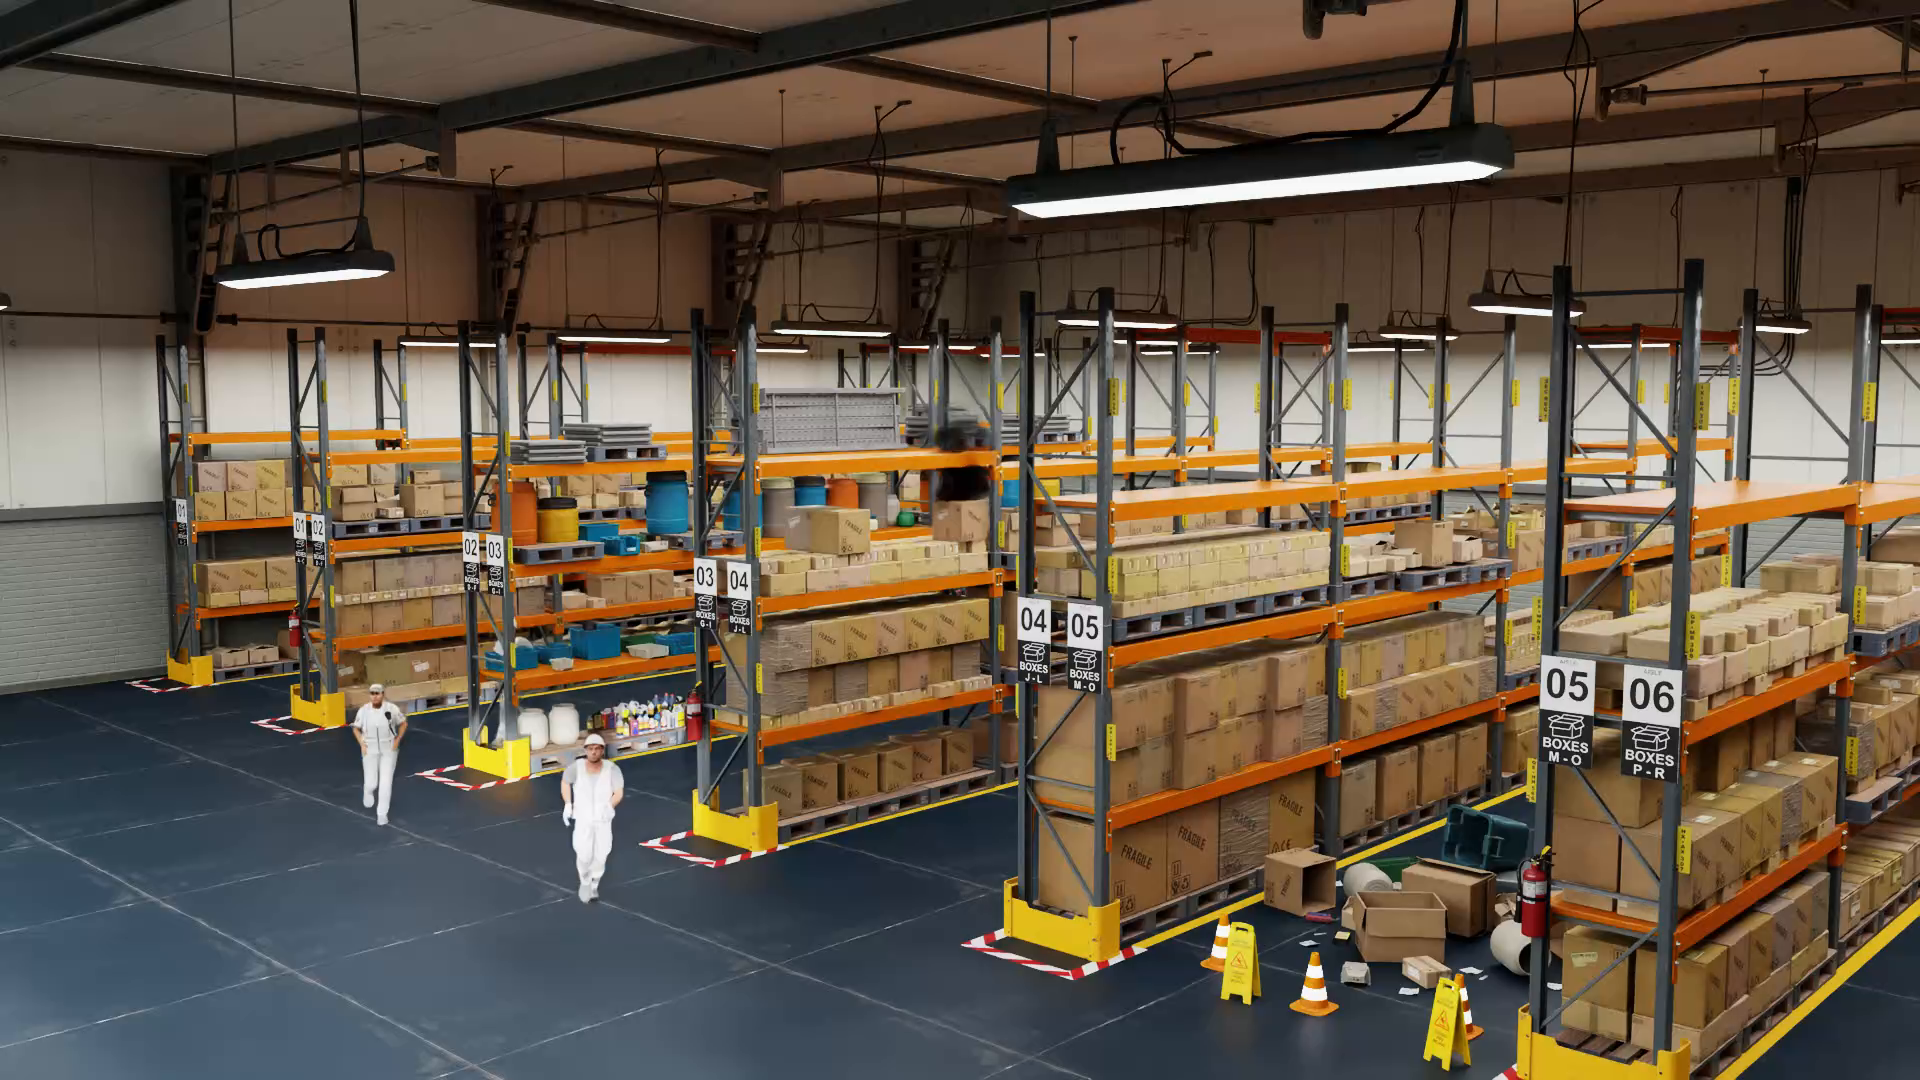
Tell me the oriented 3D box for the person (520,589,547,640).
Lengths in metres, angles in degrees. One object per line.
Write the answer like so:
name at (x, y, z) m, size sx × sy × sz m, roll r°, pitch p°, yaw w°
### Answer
person at (-7.700, 1.429, 30.048) m, size 0.695 × 1.783 × 1.043 m, roll 5°, pitch 7°, yaw 41°

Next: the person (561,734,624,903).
person at (-3.615, 2.746, 16.420) m, size 0.583 × 1.710 × 0.752 m, roll -2°, pitch 6°, yaw -18°

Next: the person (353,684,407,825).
person at (-6.885, 2.510, 19.785) m, size 0.608 × 1.652 × 0.655 m, roll -2°, pitch 6°, yaw -16°

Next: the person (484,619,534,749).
person at (-6.468, 2.017, 23.833) m, size 0.669 × 1.816 × 0.843 m, roll 4°, pitch 7°, yaw 37°
